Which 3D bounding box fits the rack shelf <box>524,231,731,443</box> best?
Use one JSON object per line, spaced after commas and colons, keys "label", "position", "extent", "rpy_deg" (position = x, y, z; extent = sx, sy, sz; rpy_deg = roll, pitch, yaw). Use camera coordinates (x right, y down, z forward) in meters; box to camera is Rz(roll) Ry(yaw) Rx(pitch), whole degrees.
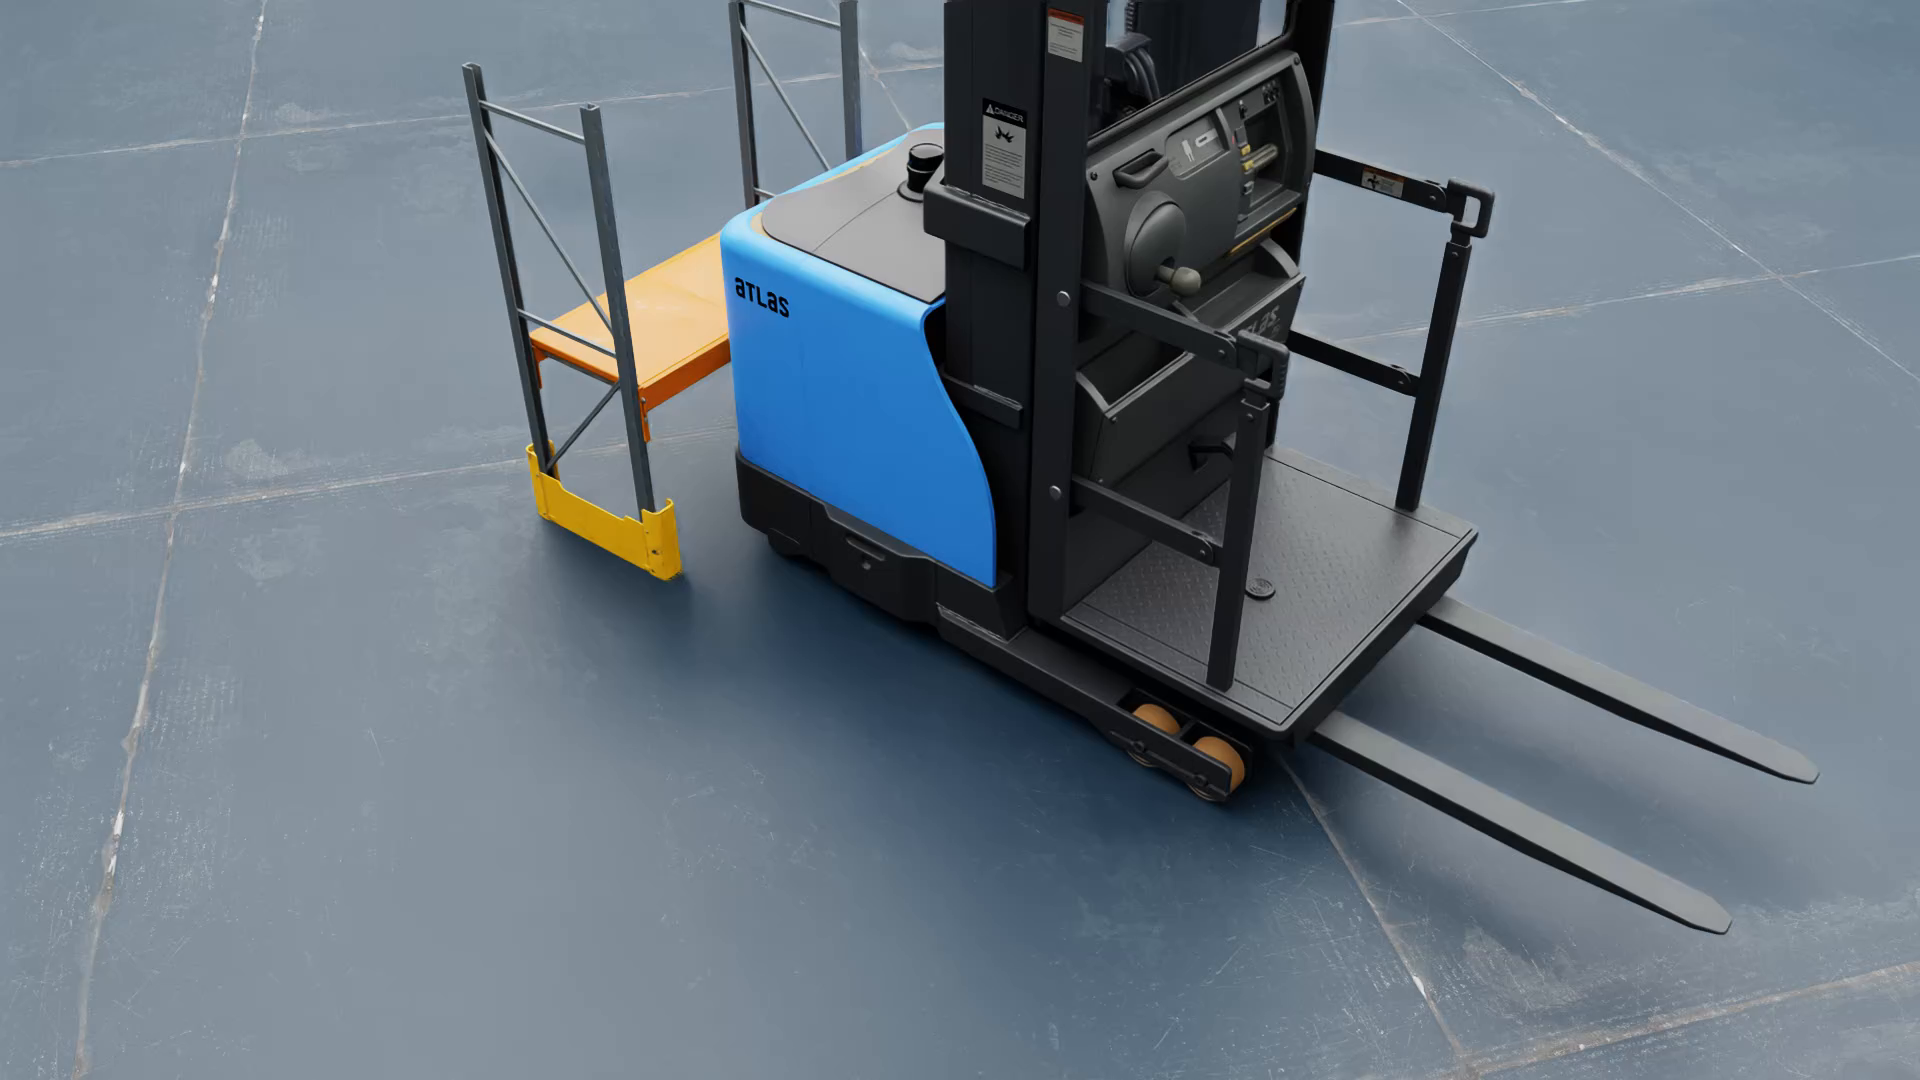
{"label": "rack shelf", "position": [-0.816, -0.691, 5.214], "extent": [0.538, 0.185, 1.000], "rpy_deg": [25, 44, 29]}

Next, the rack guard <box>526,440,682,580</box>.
{"label": "rack guard", "position": [-1.110, -0.100, 5.174], "extent": [0.587, 0.250, 0.087], "rpy_deg": [25, 44, 29]}

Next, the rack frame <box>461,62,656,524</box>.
{"label": "rack frame", "position": [-1.122, -0.587, 4.782], "extent": [0.500, 1.500, 0.032], "rpy_deg": [25, 44, 29]}

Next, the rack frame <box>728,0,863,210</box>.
{"label": "rack frame", "position": [-0.511, -1.080, 5.428], "extent": [0.500, 1.500, 0.032], "rpy_deg": [25, 44, 29]}

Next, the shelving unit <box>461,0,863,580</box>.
{"label": "shelving unit", "position": [-0.811, -0.838, 5.111], "extent": [0.587, 1.500, 1.083], "rpy_deg": [25, 44, 29]}

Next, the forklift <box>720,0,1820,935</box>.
{"label": "forklift", "position": [0.764, -0.847, 3.945], "extent": [3.031, 2.935, 1.130], "rpy_deg": [27, 45, 31]}
